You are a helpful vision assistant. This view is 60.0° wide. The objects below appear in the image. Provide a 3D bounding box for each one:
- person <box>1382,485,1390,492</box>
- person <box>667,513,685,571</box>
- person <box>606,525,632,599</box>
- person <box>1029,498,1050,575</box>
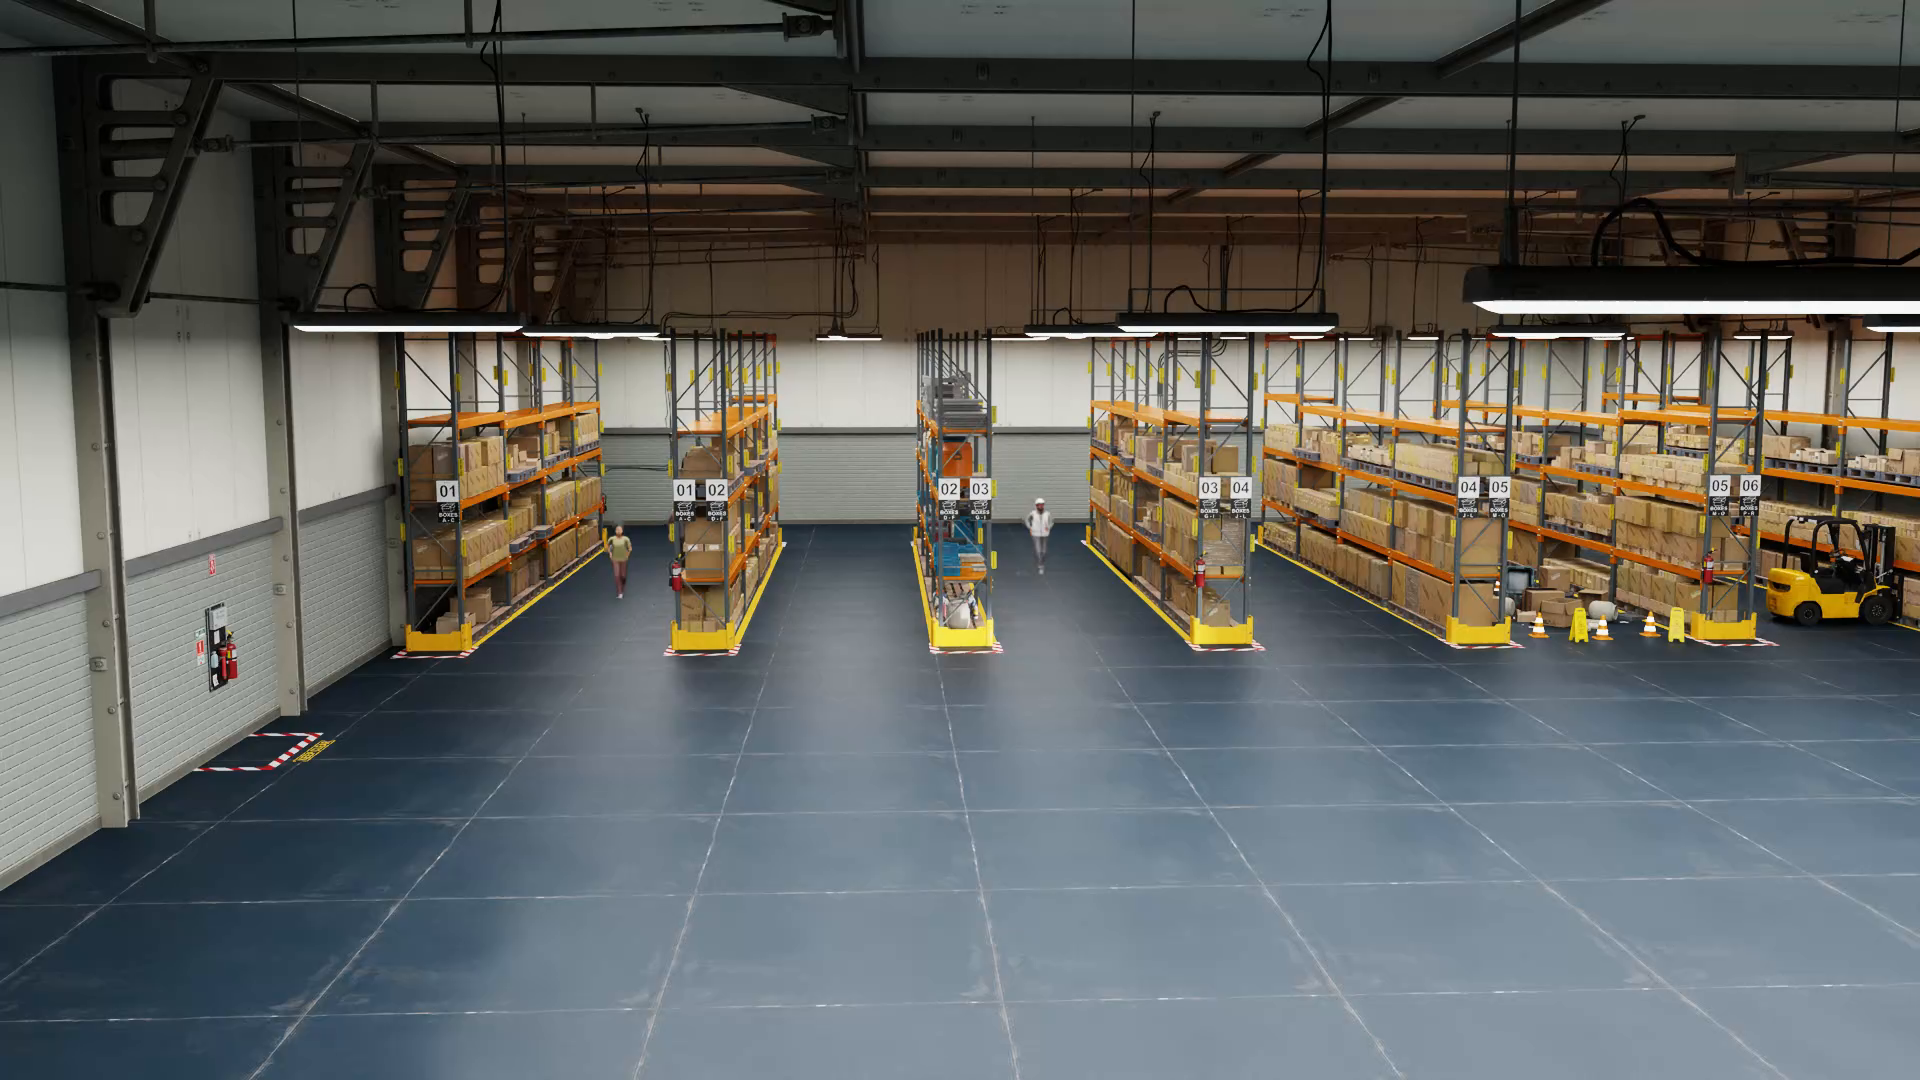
[{"bbox_3d":[12.818,-1.068,50.581,0.612,1.672,0.659,-3,7,-23],"label":"person"},{"bbox_3d":[-7.006,-0.064,41.721,0.704,1.734,0.653,-1,7,-6],"label":"person"},{"bbox_3d":[-7.729,0.474,37.742,0.579,1.657,0.804,-1,7,-12],"label":"person"},{"bbox_3d":[1.869,-0.089,39.522,0.526,1.805,0.758,-1,7,-9],"label":"person"}]
